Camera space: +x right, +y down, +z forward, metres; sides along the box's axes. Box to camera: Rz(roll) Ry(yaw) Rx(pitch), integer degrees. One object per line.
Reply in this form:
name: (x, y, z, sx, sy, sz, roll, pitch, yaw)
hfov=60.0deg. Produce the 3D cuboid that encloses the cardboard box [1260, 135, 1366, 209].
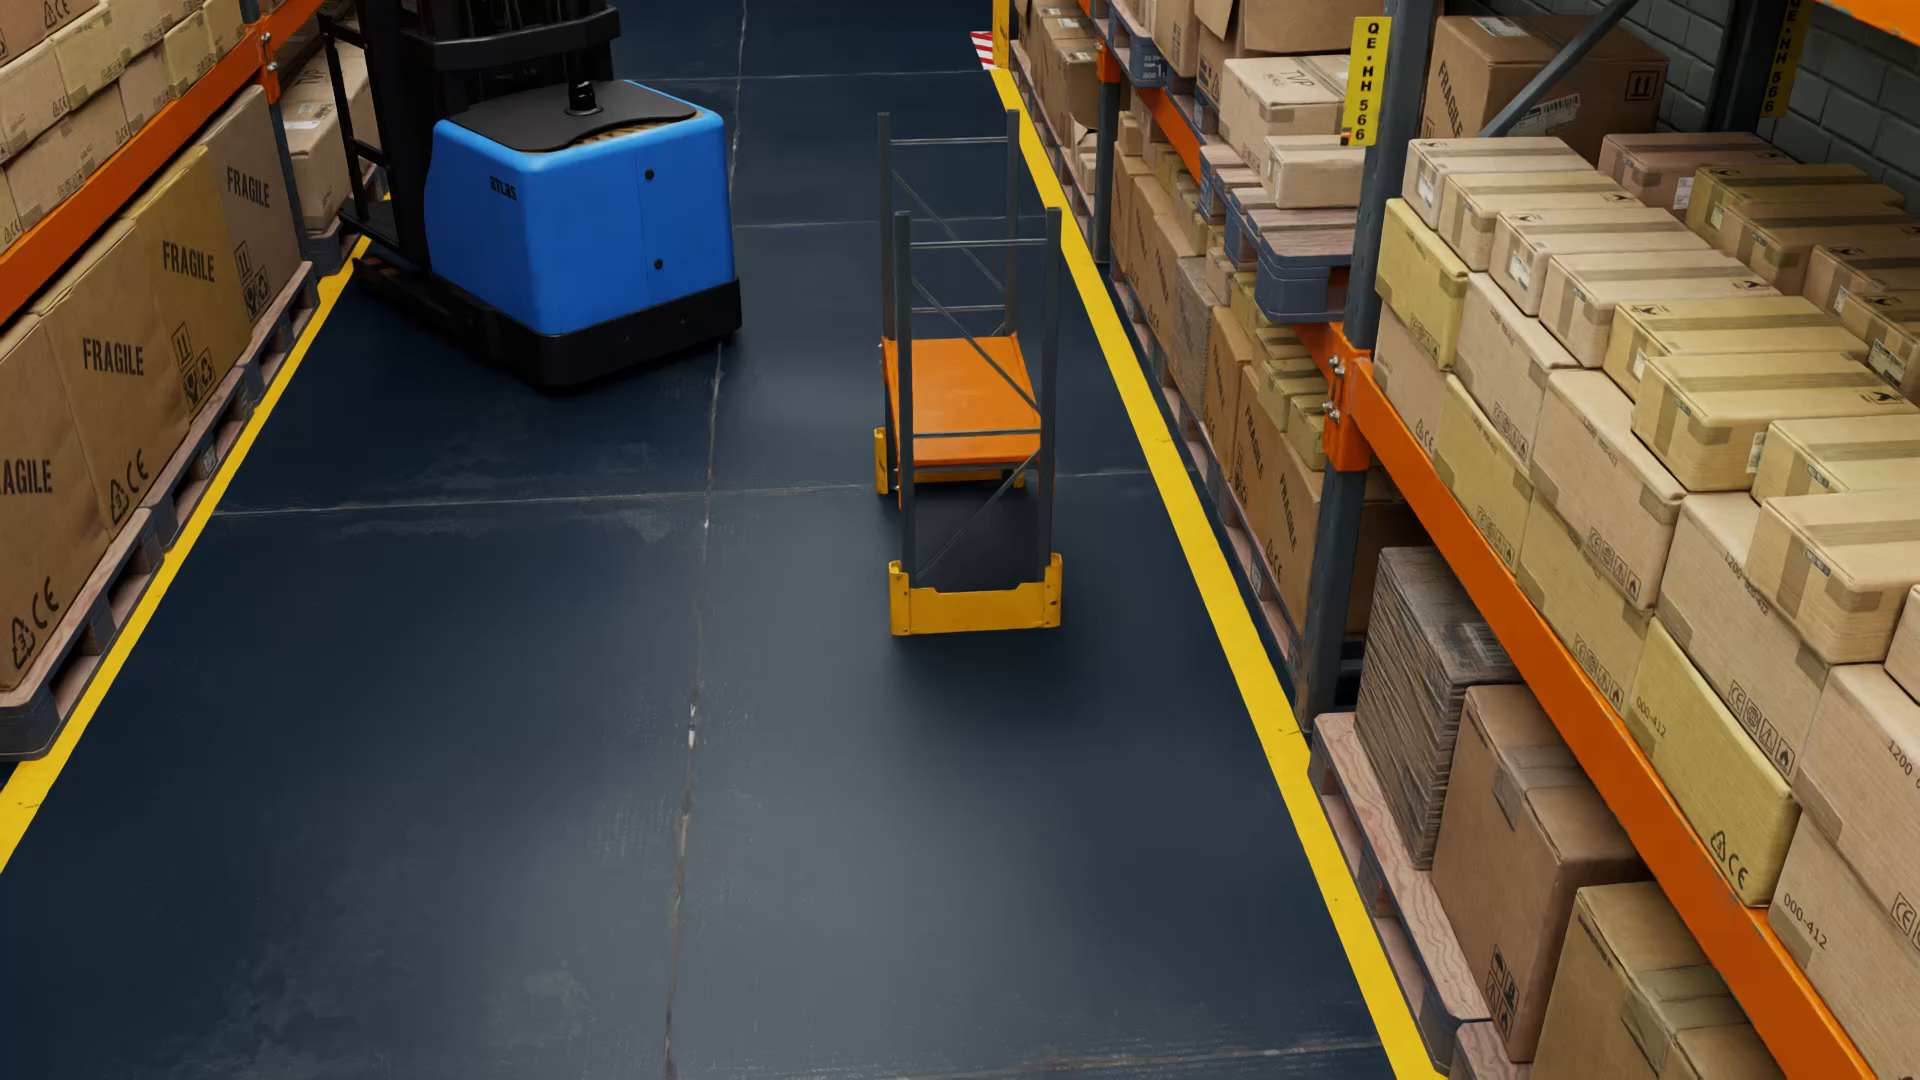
cardboard box: (1.126, -1.117, 5.030, 0.380, 0.149, 0.250, -2, 31, -4)

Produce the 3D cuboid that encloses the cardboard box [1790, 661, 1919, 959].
cardboard box: (1.546, 0.403, 2.309, 0.500, 0.250, 0.500, -2, 31, -4)

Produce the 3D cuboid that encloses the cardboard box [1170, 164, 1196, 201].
cardboard box: (1.142, -1.552, 7.318, 0.380, 0.149, 0.250, -3, 31, -5)

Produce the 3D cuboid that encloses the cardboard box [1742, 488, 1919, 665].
cardboard box: (1.440, 0.047, 2.516, 0.380, 0.149, 0.250, -4, 31, -6)

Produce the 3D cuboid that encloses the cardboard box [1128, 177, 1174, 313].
cardboard box: (1.077, -1.347, 7.609, 0.500, 0.500, 0.500, -3, 31, -5)

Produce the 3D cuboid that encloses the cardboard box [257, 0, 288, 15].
cardboard box: (-3.529, -2.825, 7.956, 0.500, 0.500, 0.500, -2, 31, -3)

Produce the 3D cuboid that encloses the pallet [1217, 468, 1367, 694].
pallet: (1.538, 0.087, 5.899, 1.003, 0.211, 1.213, -3, 31, -5)

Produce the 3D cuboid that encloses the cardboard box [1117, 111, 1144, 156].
cardboard box: (0.965, -1.959, 8.000, 0.380, 0.149, 0.250, -1, 31, -2)

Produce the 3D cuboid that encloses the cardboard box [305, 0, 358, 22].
cardboard box: (-3.958, -3.320, 10.972, 0.875, 0.438, 0.875, -4, 31, -6)

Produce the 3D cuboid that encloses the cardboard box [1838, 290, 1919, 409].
cardboard box: (1.940, -0.370, 3.214, 0.380, 0.149, 0.250, -3, 31, -5)

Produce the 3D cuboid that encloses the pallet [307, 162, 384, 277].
pallet: (-3.739, -1.725, 8.931, 1.003, 0.211, 1.213, -3, 31, -5)

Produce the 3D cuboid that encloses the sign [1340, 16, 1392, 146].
sign: (1.030, -1.159, 4.214, 0.100, 0.325, 0.005, -3, 31, -5)

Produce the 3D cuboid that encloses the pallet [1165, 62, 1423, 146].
pallet: (1.383, -1.637, 6.253, 1.003, 0.211, 1.213, -3, 31, -5)

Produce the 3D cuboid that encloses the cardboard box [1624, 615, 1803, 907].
cardboard box: (1.512, 0.360, 2.868, 0.500, 0.250, 0.500, -2, 31, -3)

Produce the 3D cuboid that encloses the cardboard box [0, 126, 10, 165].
cardboard box: (-3.221, -1.172, 4.946, 0.500, 0.250, 0.500, -2, 31, -3)

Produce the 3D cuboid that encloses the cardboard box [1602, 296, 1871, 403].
cardboard box: (1.472, -0.346, 3.174, 0.380, 0.149, 0.250, -2, 31, -4)

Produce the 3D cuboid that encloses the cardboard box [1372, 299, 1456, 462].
cardboard box: (1.368, -0.425, 4.182, 0.500, 0.250, 0.500, -3, 31, -4)

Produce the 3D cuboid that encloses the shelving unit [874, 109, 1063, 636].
shelving unit: (0.007, -0.605, 5.800, 0.587, 1.500, 1.083, -3, 31, -5)

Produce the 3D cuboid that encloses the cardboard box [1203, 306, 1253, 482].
cardboard box: (1.228, -0.563, 6.296, 0.500, 0.500, 0.500, -1, 31, -2)

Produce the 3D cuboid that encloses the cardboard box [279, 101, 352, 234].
cardboard box: (-3.697, -1.936, 8.655, 0.875, 0.438, 0.875, -3, 31, -5)

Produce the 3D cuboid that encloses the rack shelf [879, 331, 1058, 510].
rack shelf: (0.008, -0.446, 5.885, 0.538, 0.185, 1.000, -3, 31, -5)

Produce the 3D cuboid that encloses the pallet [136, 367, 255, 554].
pallet: (-3.481, -0.318, 6.576, 1.003, 0.211, 1.213, -3, 31, -5)

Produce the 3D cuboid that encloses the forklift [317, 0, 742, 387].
forklift: (-2.387, -2.593, 7.732, 1.130, 2.935, 3.031, -25, 39, -35)

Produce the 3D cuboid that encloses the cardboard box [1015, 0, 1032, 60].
cardboard box: (0.785, -3.603, 11.382, 0.797, 0.503, 0.637, -4, 31, -7)

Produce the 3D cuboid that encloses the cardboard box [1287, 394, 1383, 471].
cardboard box: (1.271, -0.353, 5.311, 0.380, 0.149, 0.250, -4, 31, -7)

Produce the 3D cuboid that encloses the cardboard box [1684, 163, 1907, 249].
cardboard box: (1.937, -0.764, 3.874, 0.380, 0.149, 0.250, -2, 31, -3)

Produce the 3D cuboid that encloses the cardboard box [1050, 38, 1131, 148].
cardboard box: (0.923, -2.634, 9.762, 0.700, 0.500, 0.500, -4, 31, -6)

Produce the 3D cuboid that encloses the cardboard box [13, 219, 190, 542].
cardboard box: (-3.433, -0.568, 5.938, 0.875, 0.875, 0.875, -2, 31, -4)

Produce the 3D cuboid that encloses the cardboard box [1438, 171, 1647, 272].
cardboard box: (1.332, -0.736, 3.826, 0.380, 0.149, 0.250, -2, 31, -4)

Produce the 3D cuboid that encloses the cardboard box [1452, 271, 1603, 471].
cardboard box: (1.414, -0.384, 3.626, 0.500, 0.250, 0.500, -2, 31, -3)

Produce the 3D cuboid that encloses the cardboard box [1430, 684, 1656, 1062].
cardboard box: (1.683, 0.764, 3.951, 0.875, 0.625, 0.625, -2, 31, -3)

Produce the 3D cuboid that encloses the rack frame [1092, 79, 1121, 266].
rack frame: (1.196, -2.769, 7.961, 1.000, 3.000, 0.127, -3, 31, -5)

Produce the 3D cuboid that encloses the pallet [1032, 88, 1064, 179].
pallet: (1.016, -2.547, 10.309, 1.003, 0.211, 1.213, -3, 31, -5)

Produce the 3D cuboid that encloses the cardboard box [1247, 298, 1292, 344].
cardboard box: (1.255, -0.764, 6.000, 0.380, 0.149, 0.250, -2, 31, -3)

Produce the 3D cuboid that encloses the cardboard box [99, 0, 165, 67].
cardboard box: (-3.354, -1.947, 6.244, 0.500, 0.250, 0.500, -2, 31, -3)

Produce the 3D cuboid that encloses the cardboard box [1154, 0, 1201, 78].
cardboard box: (1.140, -2.070, 6.283, 0.700, 0.500, 0.500, -3, 31, -5)

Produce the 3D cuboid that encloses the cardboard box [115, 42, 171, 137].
cardboard box: (-3.378, -1.730, 6.367, 0.500, 0.250, 0.500, -4, 31, -6)

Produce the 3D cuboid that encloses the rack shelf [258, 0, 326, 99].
rack shelf: (-3.932, -3.242, 9.454, 1.077, 0.370, 4.000, -3, 31, -5)

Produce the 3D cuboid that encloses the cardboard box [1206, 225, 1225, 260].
cardboard box: (1.203, -1.159, 6.661, 0.380, 0.149, 0.250, -3, 31, -4)

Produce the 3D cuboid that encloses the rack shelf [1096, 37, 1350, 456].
rack shelf: (1.383, -1.439, 6.436, 1.077, 0.370, 4.000, -3, 31, -5)

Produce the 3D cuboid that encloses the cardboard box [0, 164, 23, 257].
cardboard box: (-3.233, -0.946, 5.055, 0.500, 0.250, 0.500, -4, 31, -6)

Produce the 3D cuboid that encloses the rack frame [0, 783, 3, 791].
rack frame: (-3.372, -0.487, 4.141, 1.000, 3.000, 0.127, -3, 31, -5)
